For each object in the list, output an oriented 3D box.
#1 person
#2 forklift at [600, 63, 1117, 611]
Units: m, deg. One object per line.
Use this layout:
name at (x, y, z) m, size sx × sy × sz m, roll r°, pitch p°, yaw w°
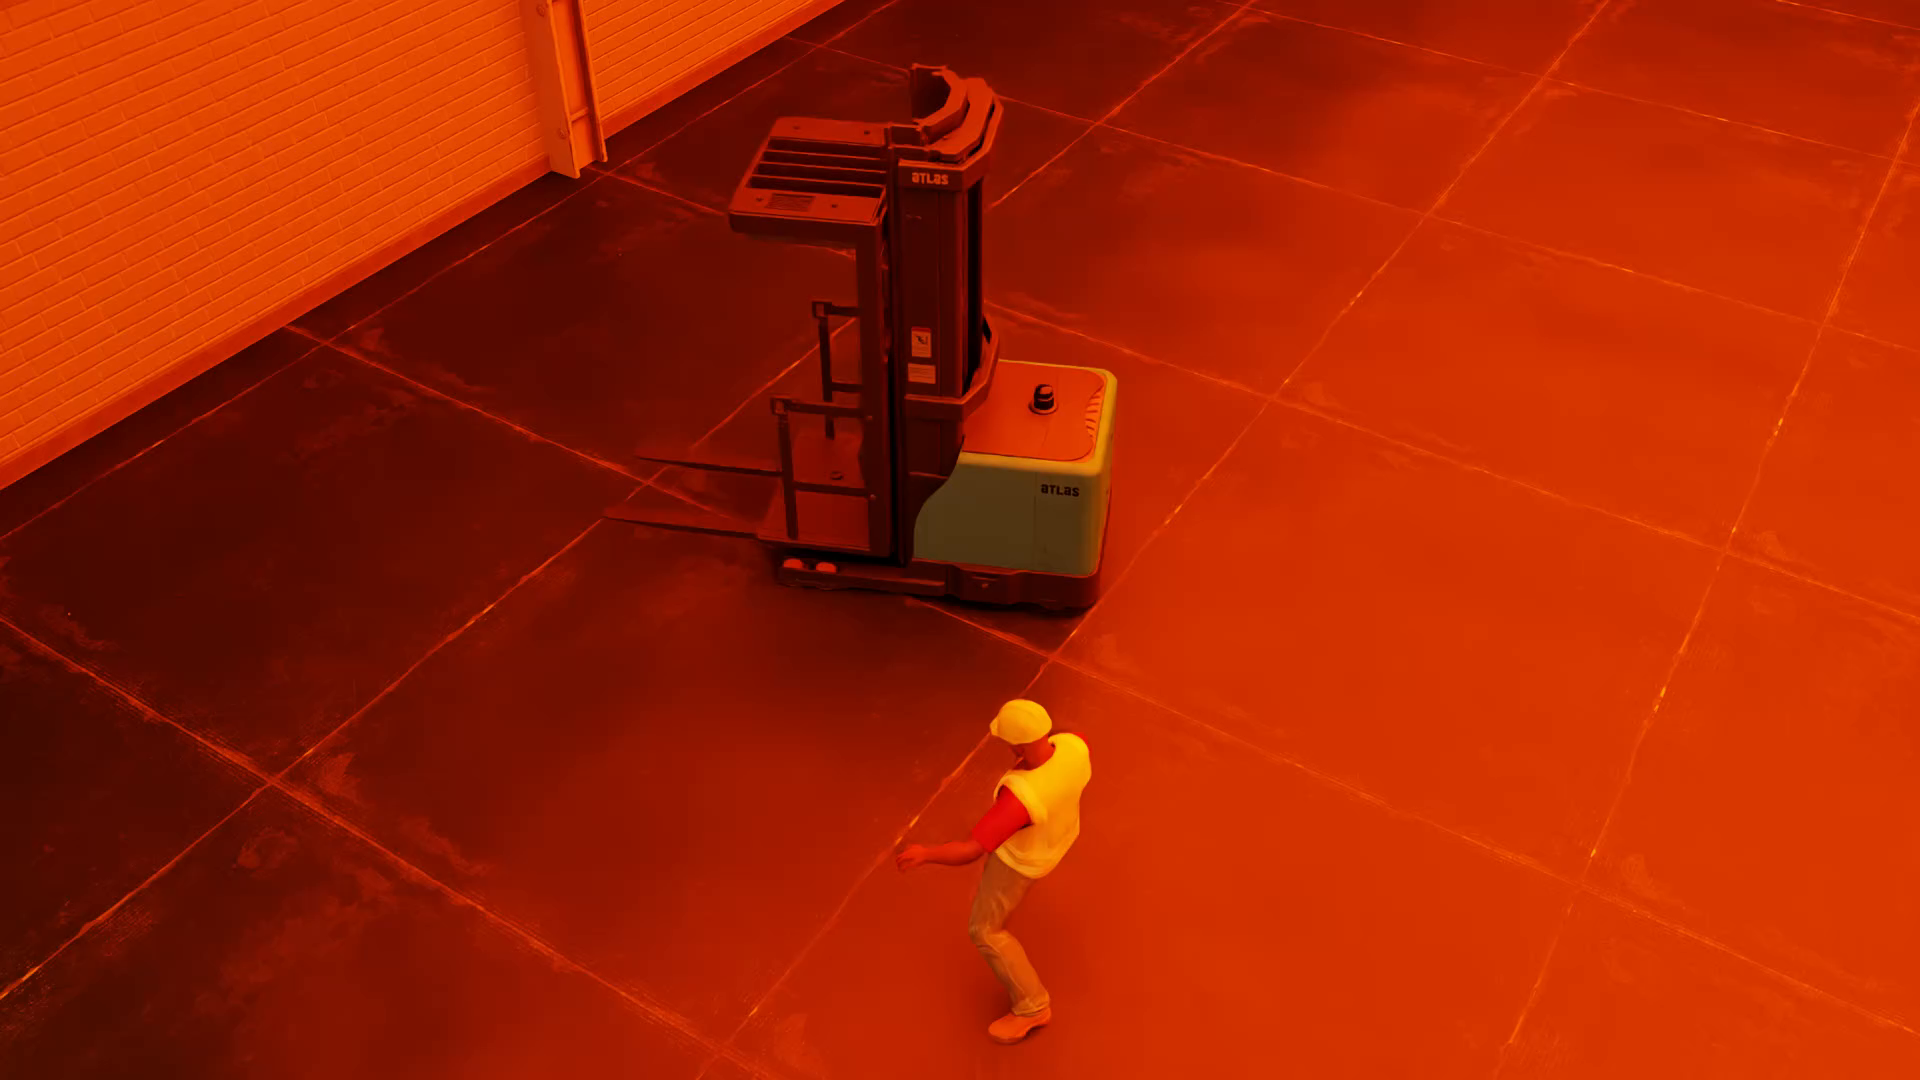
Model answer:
person at (0.211, 1.303, 7.500) m, size 0.929 × 1.613 × 1.028 m, roll 27°, pitch 47°, yaw 28°
forklift at (-0.631, -1.151, 9.326) m, size 3.031 × 2.935 × 1.130 m, roll 6°, pitch 41°, yaw 7°
